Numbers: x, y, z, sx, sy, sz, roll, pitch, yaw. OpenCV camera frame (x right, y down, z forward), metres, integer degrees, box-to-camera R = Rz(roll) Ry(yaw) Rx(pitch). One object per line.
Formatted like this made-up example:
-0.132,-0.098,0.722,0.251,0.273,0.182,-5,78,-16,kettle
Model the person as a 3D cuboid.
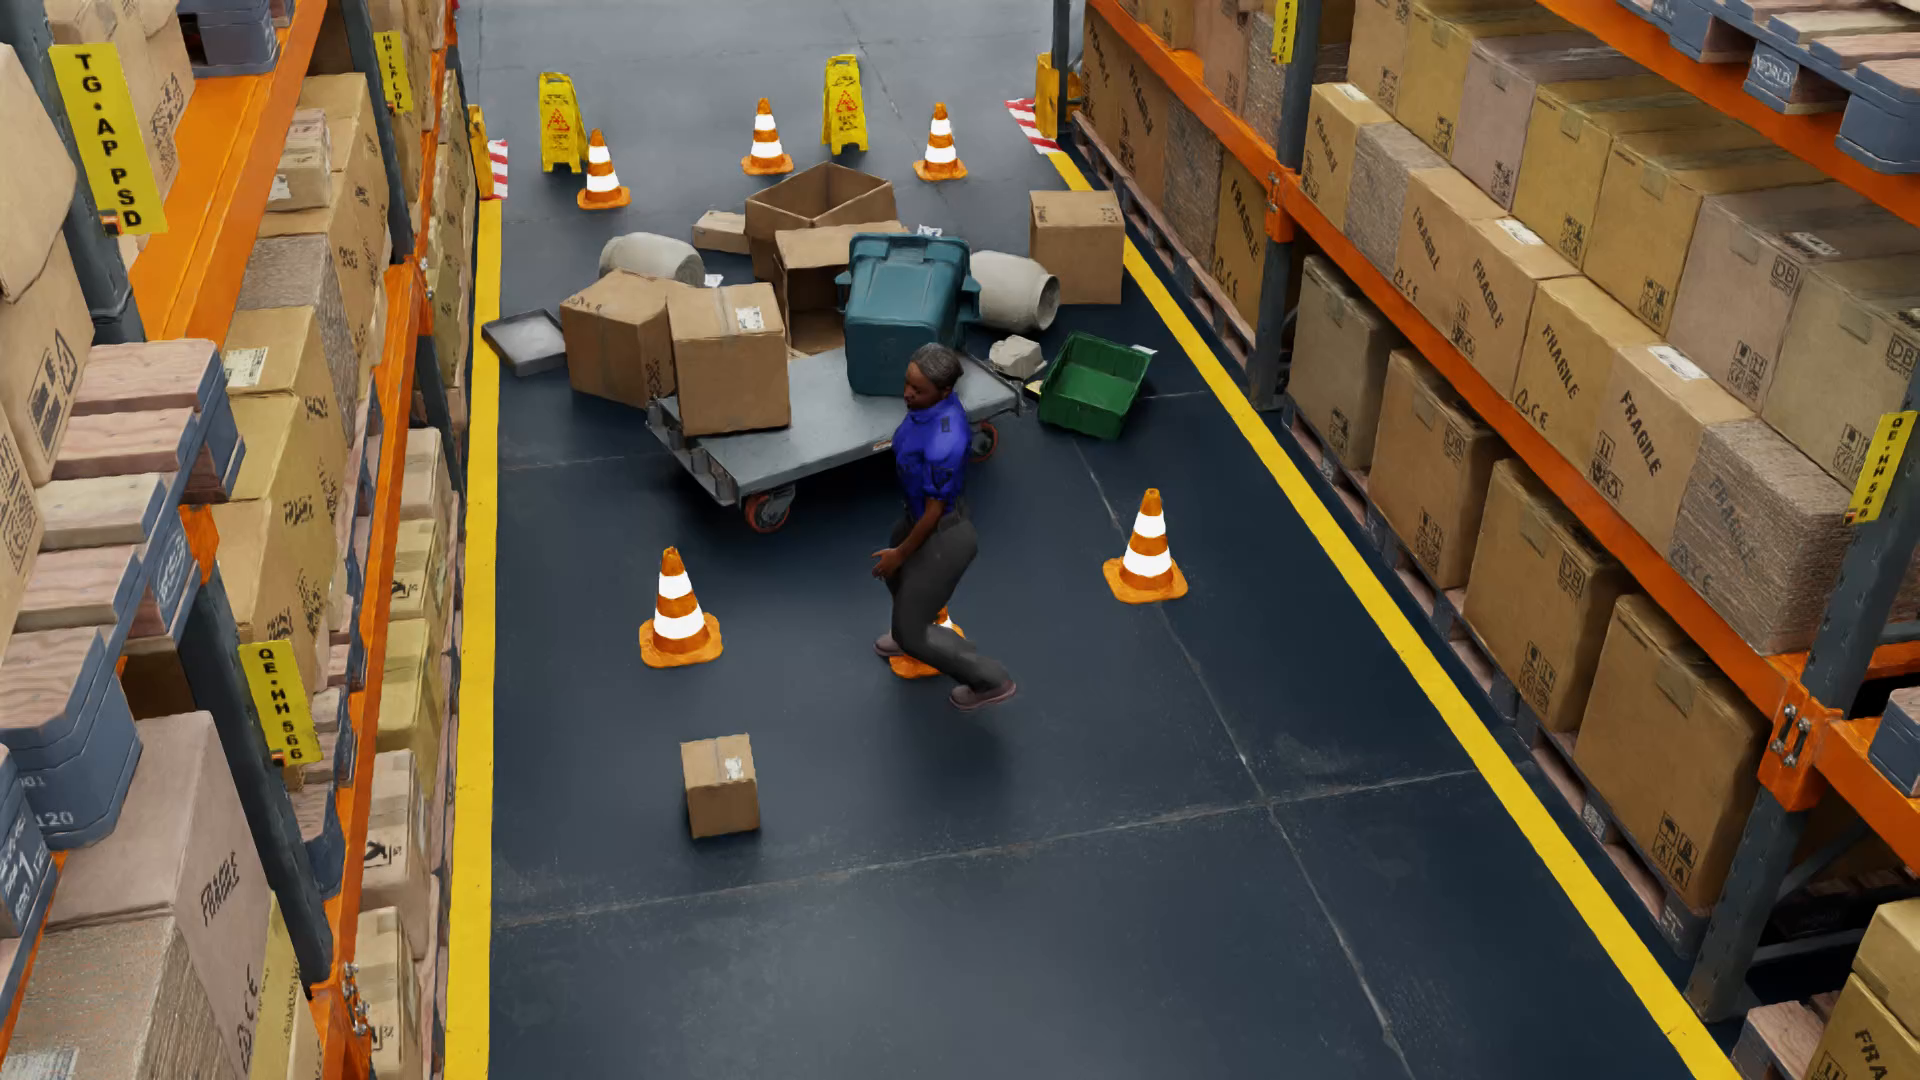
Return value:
-0.100,-0.076,6.255,0.538,1.614,0.667,-7,35,-10,person
